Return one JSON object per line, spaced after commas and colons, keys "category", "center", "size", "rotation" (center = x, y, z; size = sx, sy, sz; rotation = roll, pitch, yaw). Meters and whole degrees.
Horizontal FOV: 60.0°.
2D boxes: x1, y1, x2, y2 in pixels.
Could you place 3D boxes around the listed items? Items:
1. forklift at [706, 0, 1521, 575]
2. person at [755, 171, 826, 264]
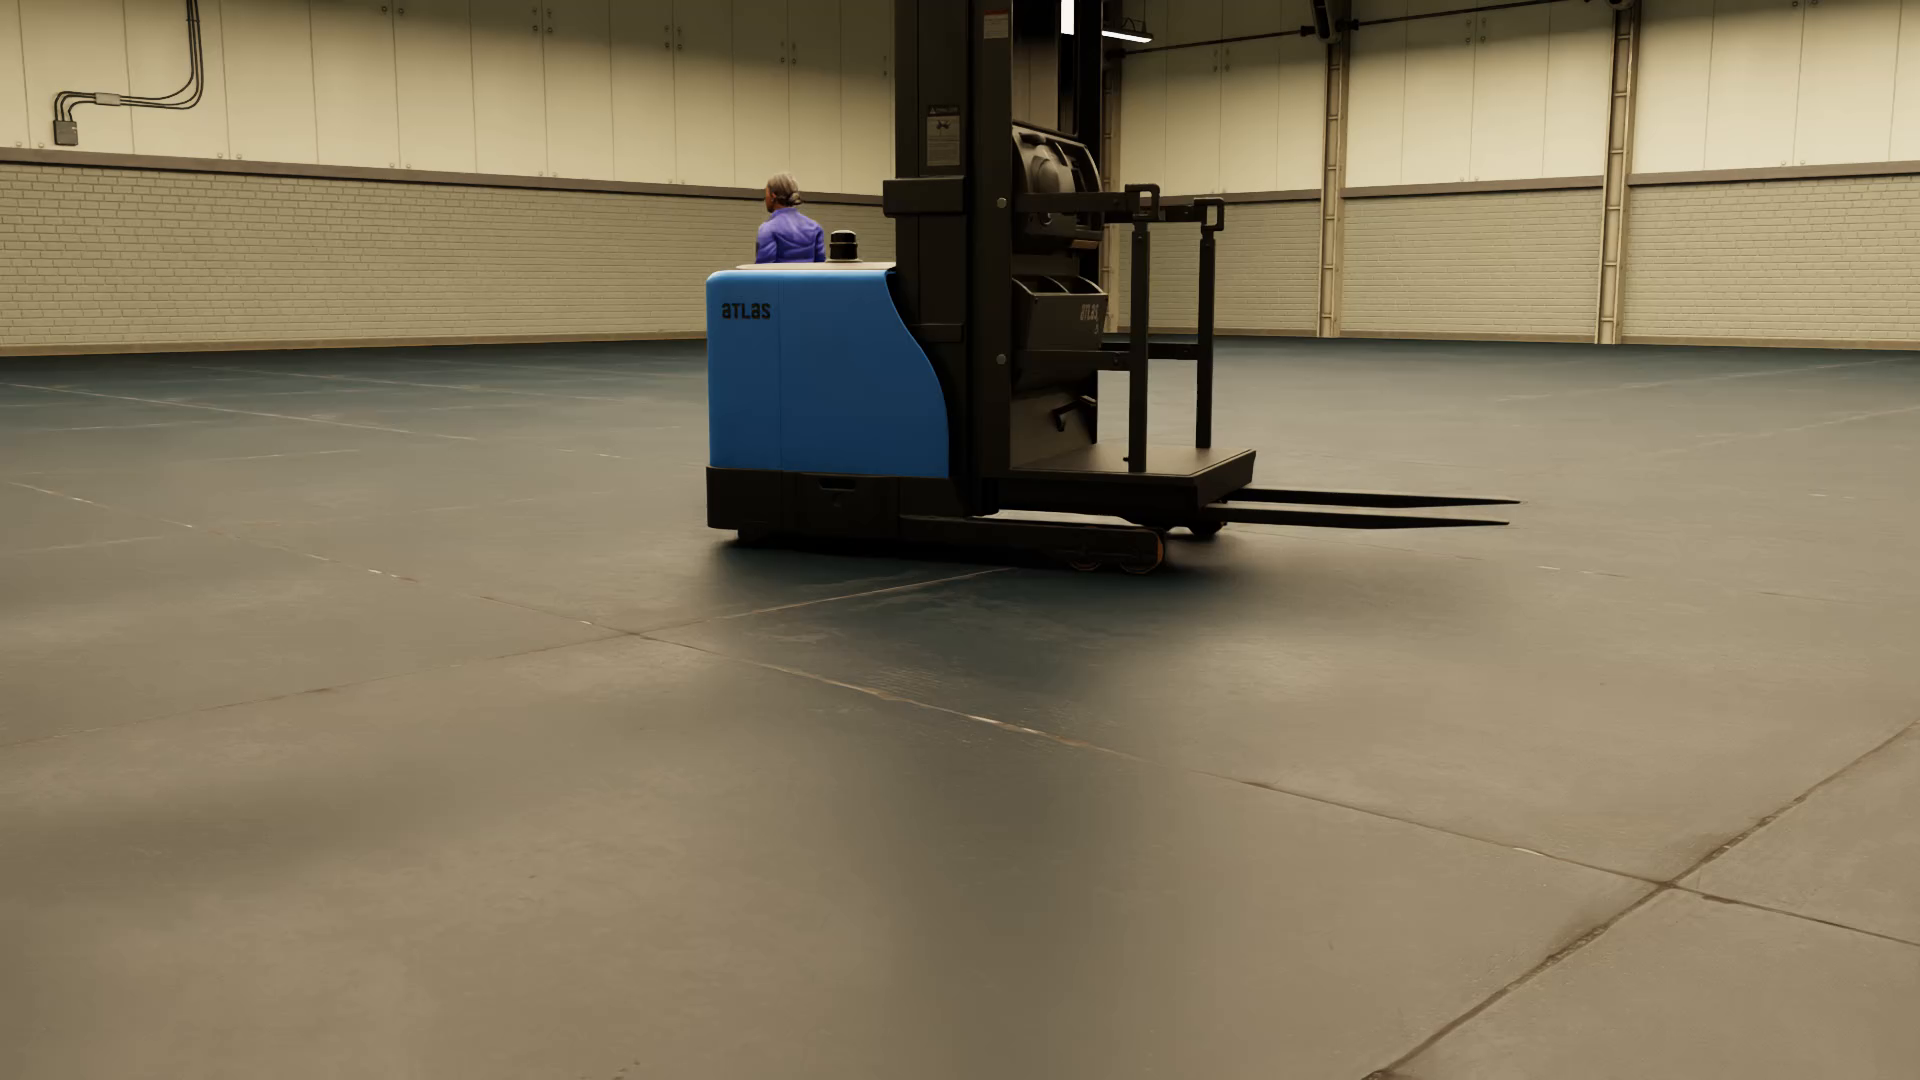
{"category": "forklift", "center": [0.565, -1.416, 6.275], "size": [3.031, 2.935, 1.130], "rotation": [3, 9, 22]}
{"category": "person", "center": [-1.027, -1.244, 9.494], "size": [0.534, 1.675, 0.429], "rotation": [-8, 12, -42]}
